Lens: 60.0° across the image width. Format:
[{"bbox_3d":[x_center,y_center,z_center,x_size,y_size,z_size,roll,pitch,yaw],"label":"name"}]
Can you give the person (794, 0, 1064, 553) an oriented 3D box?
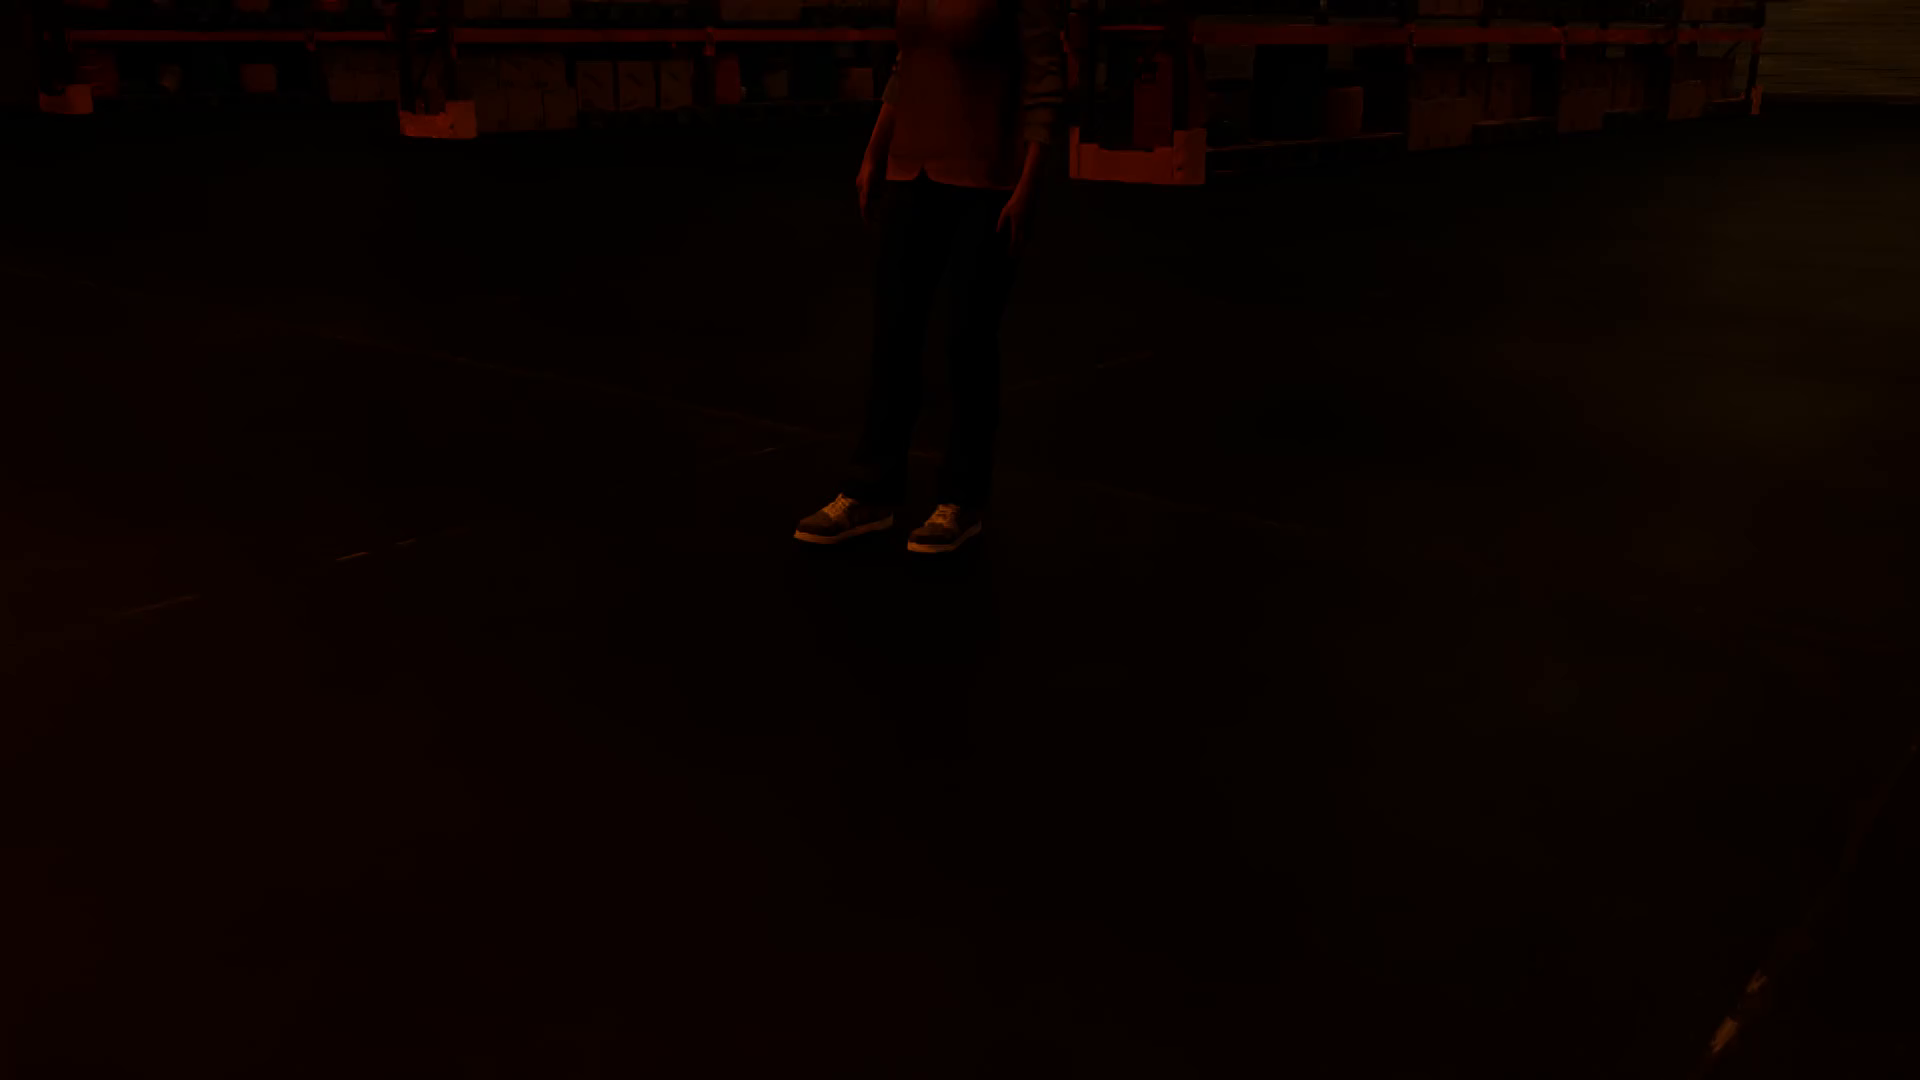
[{"bbox_3d":[-0.058,-0.757,3.662,0.520,1.597,0.474,13,21,37],"label":"person"}]
